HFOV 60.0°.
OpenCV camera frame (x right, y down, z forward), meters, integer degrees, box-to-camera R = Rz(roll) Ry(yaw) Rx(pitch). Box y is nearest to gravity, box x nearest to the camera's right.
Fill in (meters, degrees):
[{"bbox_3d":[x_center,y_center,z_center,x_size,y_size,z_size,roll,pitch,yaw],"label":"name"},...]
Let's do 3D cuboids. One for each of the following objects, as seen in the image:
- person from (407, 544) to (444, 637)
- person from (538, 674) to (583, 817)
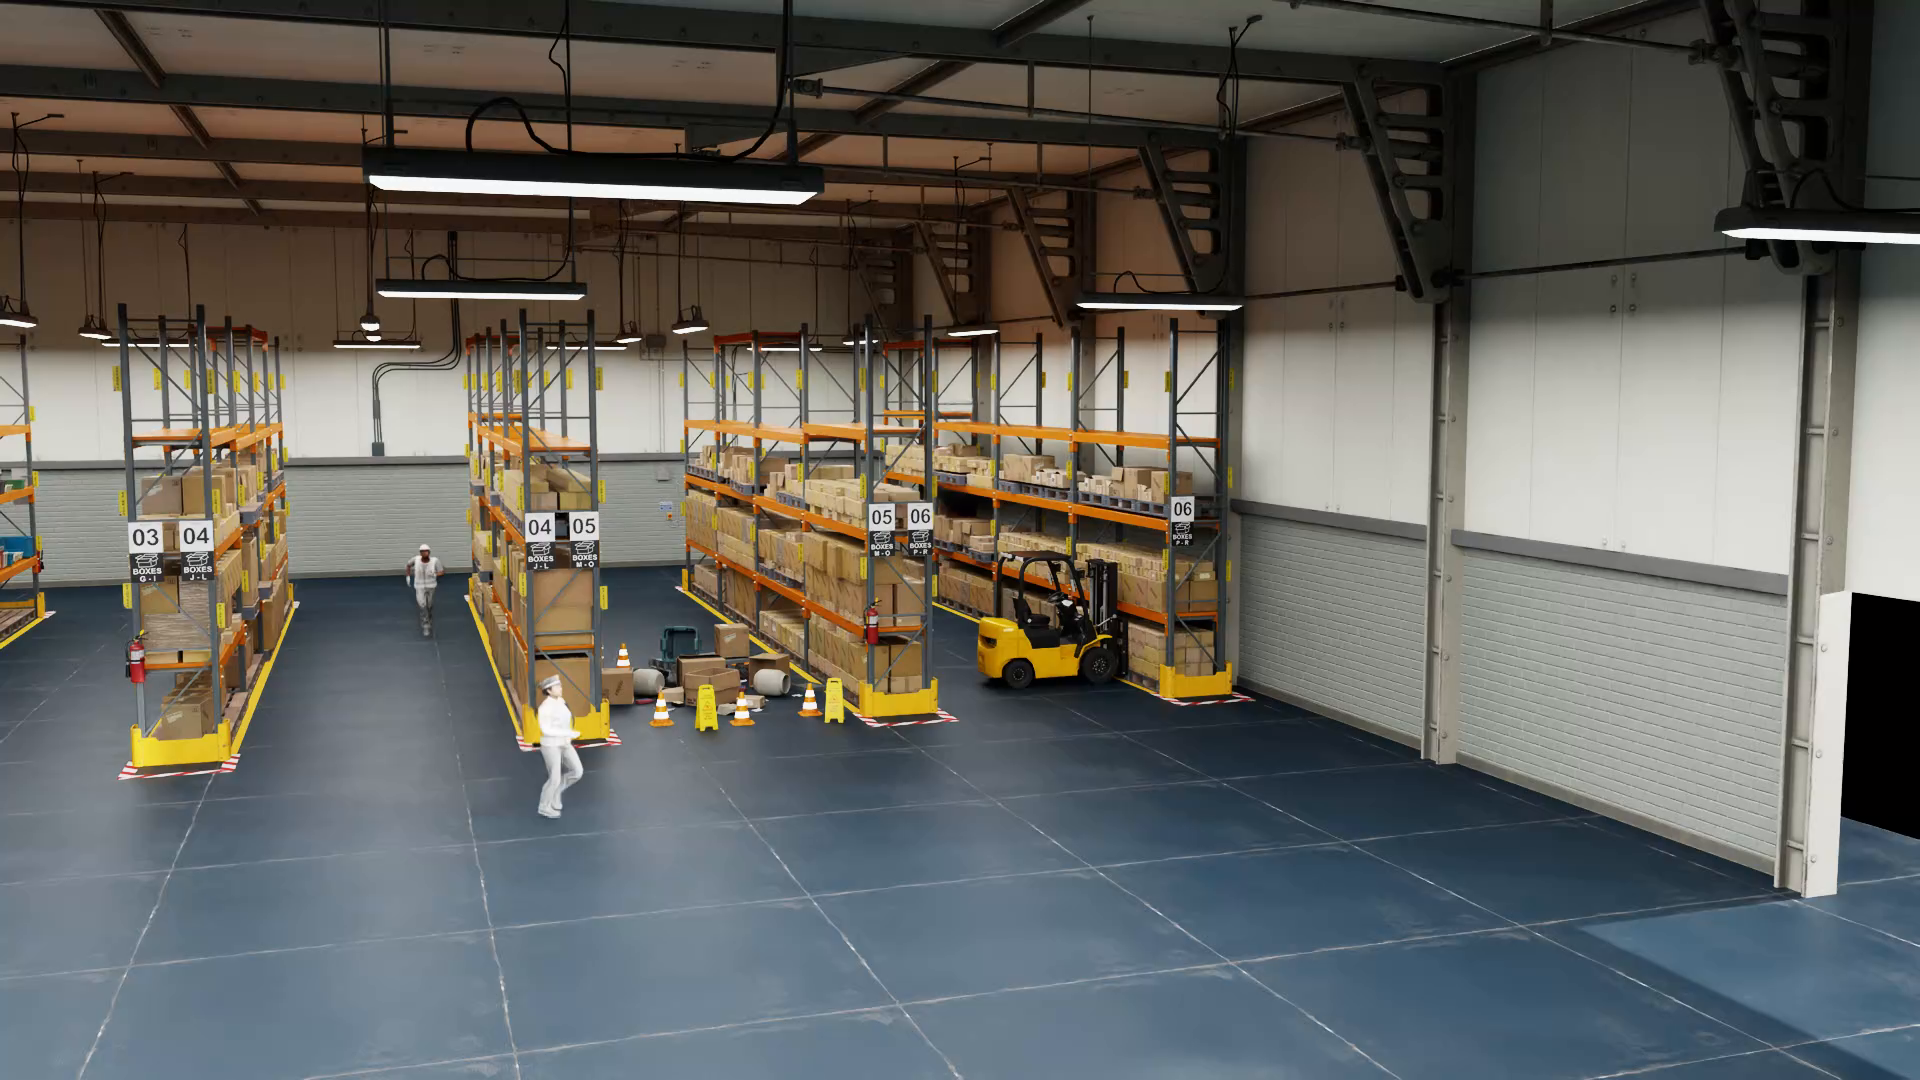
[{"bbox_3d":[-10.650,0.981,33.156,0.712,1.825,0.921,-2,6,-16],"label":"person"},{"bbox_3d":[-4.595,2.359,19.105,0.584,1.660,0.595,2,6,20],"label":"person"}]
